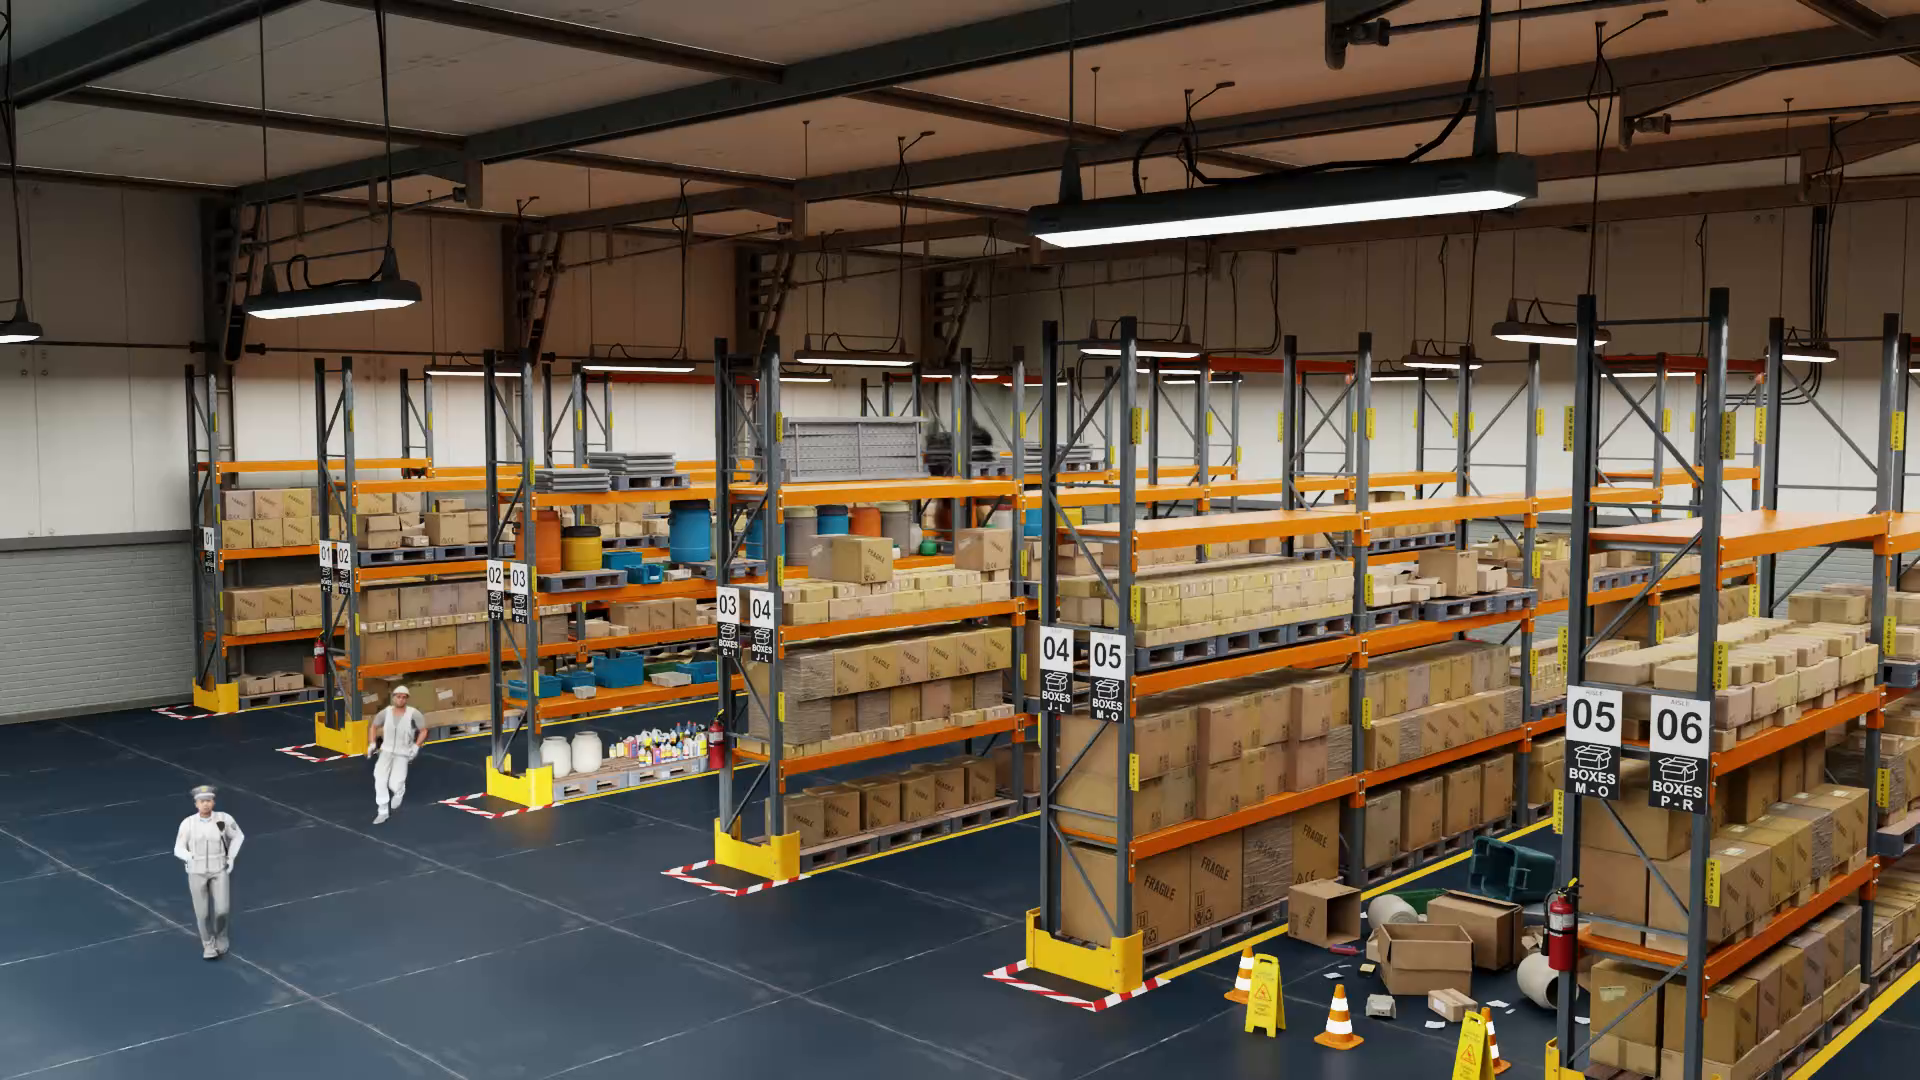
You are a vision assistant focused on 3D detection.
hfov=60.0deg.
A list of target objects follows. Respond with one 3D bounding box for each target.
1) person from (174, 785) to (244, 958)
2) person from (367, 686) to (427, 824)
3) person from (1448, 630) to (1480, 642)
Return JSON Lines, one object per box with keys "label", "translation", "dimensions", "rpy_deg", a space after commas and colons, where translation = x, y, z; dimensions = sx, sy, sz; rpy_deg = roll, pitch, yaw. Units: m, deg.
{"label": "person", "translation": [-7.052, 3.129, 15.635], "dimensions": [0.602, 1.655, 0.554], "rpy_deg": [-2, 5, -23]}
{"label": "person", "translation": [-7.135, 2.701, 21.104], "dimensions": [0.702, 1.731, 0.574], "rpy_deg": [0, 4, -3]}
{"label": "person", "translation": [8.267, 2.221, 27.270], "dimensions": [0.647, 1.719, 0.950], "rpy_deg": [3, 6, 38]}
